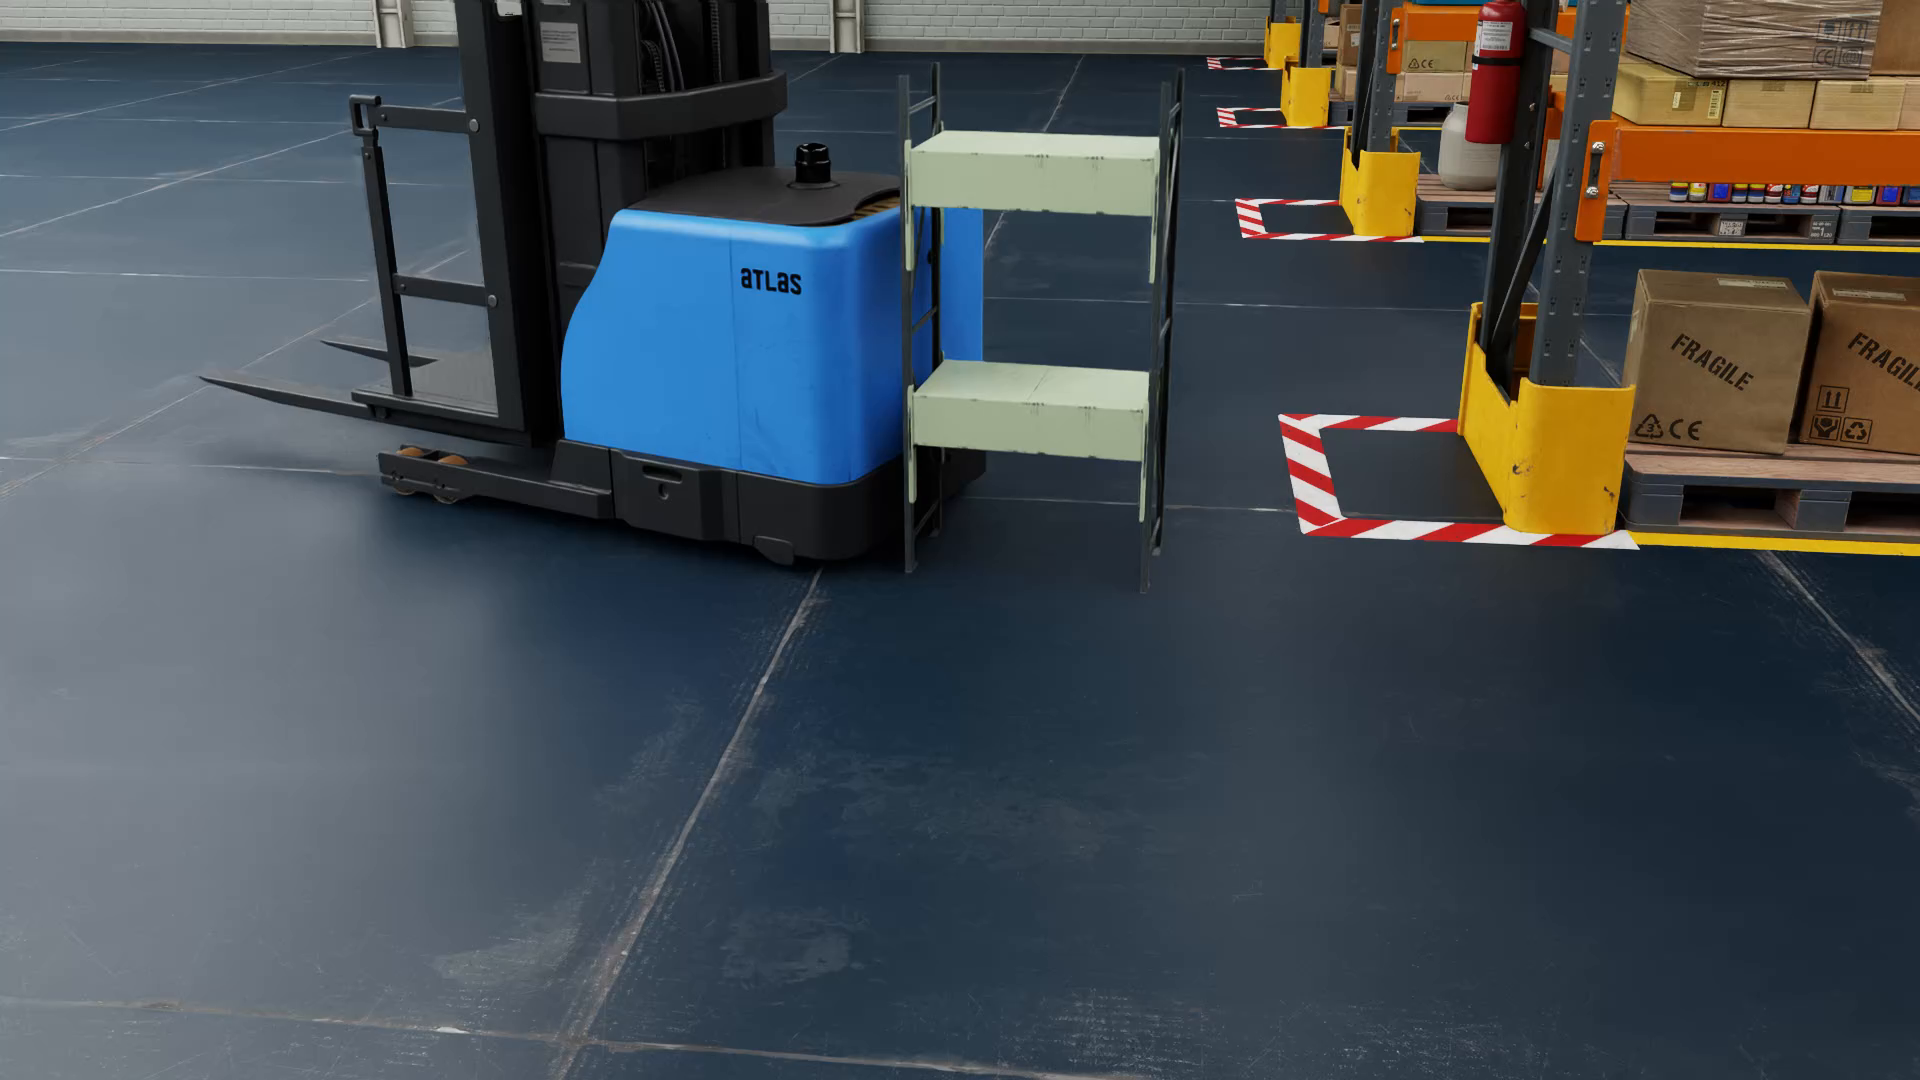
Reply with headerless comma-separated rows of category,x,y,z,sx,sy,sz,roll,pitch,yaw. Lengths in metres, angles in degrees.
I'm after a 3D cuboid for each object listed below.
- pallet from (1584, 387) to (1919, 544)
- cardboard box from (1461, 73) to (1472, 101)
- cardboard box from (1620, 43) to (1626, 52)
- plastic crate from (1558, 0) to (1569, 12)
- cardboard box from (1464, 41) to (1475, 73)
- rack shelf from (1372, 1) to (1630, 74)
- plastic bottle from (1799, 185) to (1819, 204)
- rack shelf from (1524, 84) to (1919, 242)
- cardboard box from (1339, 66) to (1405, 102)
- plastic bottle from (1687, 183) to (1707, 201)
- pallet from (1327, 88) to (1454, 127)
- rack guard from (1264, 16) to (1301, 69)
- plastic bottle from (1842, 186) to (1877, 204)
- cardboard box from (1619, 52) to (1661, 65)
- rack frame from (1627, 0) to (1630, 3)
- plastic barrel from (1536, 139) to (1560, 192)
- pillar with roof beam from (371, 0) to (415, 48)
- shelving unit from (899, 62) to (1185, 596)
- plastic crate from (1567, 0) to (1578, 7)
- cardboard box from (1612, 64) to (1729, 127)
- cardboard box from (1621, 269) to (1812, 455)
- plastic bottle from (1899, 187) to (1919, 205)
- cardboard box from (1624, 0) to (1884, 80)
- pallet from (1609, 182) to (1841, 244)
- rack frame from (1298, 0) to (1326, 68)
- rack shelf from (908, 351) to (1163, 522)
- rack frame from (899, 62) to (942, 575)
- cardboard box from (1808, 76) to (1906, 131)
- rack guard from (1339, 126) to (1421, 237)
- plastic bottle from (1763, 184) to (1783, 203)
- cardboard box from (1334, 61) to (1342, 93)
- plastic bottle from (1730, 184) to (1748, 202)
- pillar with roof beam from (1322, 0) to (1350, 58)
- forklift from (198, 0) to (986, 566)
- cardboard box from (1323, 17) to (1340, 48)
pallet,2.864,-0.281,5.864,1.213,0.211,1.003,2,22,6
cardboard box,4.655,-4.016,14.687,0.500,0.250,0.500,2,22,6
cardboard box,5.649,-4.325,14.447,0.500,0.500,0.500,2,22,6
plastic crate,3.419,-3.159,9.708,0.250,0.136,0.298,2,22,6
cardboard box,4.656,-4.369,14.560,0.500,0.500,0.500,2,22,6
rack shelf,4.554,-3.017,9.968,4.000,0.370,1.077,2,22,6
plastic bottle,5.074,-2.116,9.921,0.097,0.201,0.097,0,22,0
rack shelf,3.972,-1.208,5.394,4.000,0.370,1.077,2,22,6
cardboard box,3.661,-4.058,14.793,0.500,0.250,0.500,2,22,6
plastic bottle,4.435,-2.144,9.991,0.097,0.201,0.097,0,22,0
pallet,3.919,-3.931,15.097,1.213,0.211,1.003,2,22,6
rack guard,3.810,-5.889,19.655,0.348,0.500,1.175,2,22,6
plastic bottle,5.356,-2.182,9.884,0.185,0.351,0.144,2,22,6
cardboard box,2.293,-1.575,5.687,0.250,0.149,0.380,2,22,6
rack frame,7.707,-6.882,18.766,0.127,3.000,1.000,2,22,6
plastic barrel,3.729,-2.454,10.379,0.421,0.512,0.421,0,22,0
pillar with roof beam,-7.892,-9.078,16.161,0.400,9.000,9.100,2,22,6
shelving unit,0.241,-0.632,4.998,0.755,1.500,0.431,5,22,12
plastic crate,3.745,-3.426,10.228,0.408,0.251,0.499,2,22,6
cardboard box,2.240,-1.413,5.276,0.250,0.149,0.380,2,22,6
cardboard box,2.604,-0.629,5.780,0.500,0.500,0.500,7,23,16
plastic bottle,5.677,-2.168,9.849,0.185,0.351,0.144,1,22,4
cardboard box,2.528,-1.780,5.322,0.500,0.500,0.875,2,22,6
pallet,4.664,-2.064,10.373,1.213,0.211,1.003,2,22,6
rack frame,3.155,-5.246,14.629,0.127,3.000,1.000,2,22,6
rack shelf,0.241,-0.329,5.118,0.720,0.370,0.431,5,22,12
rack frame,-0.115,-0.662,5.075,0.023,1.500,0.400,5,22,12
cardboard box,2.733,-1.379,5.190,0.250,0.149,0.380,2,22,6
rack guard,2.649,-2.289,10.550,0.348,0.500,1.175,2,22,6
plastic bottle,4.870,-2.125,9.943,0.097,0.201,0.097,0,22,0
cardboard box,3.722,-4.247,15.272,0.500,0.250,0.500,2,22,6
plastic bottle,4.673,-2.166,9.952,0.097,0.271,0.097,0,22,0
pillar with roof beam,4.025,-8.558,14.848,0.400,9.000,9.100,2,22,6
forklift,-1.456,-1.646,5.617,3.031,2.935,1.130,11,24,25
cardboard box,4.411,-5.946,19.459,0.500,0.311,0.500,0,22,0
